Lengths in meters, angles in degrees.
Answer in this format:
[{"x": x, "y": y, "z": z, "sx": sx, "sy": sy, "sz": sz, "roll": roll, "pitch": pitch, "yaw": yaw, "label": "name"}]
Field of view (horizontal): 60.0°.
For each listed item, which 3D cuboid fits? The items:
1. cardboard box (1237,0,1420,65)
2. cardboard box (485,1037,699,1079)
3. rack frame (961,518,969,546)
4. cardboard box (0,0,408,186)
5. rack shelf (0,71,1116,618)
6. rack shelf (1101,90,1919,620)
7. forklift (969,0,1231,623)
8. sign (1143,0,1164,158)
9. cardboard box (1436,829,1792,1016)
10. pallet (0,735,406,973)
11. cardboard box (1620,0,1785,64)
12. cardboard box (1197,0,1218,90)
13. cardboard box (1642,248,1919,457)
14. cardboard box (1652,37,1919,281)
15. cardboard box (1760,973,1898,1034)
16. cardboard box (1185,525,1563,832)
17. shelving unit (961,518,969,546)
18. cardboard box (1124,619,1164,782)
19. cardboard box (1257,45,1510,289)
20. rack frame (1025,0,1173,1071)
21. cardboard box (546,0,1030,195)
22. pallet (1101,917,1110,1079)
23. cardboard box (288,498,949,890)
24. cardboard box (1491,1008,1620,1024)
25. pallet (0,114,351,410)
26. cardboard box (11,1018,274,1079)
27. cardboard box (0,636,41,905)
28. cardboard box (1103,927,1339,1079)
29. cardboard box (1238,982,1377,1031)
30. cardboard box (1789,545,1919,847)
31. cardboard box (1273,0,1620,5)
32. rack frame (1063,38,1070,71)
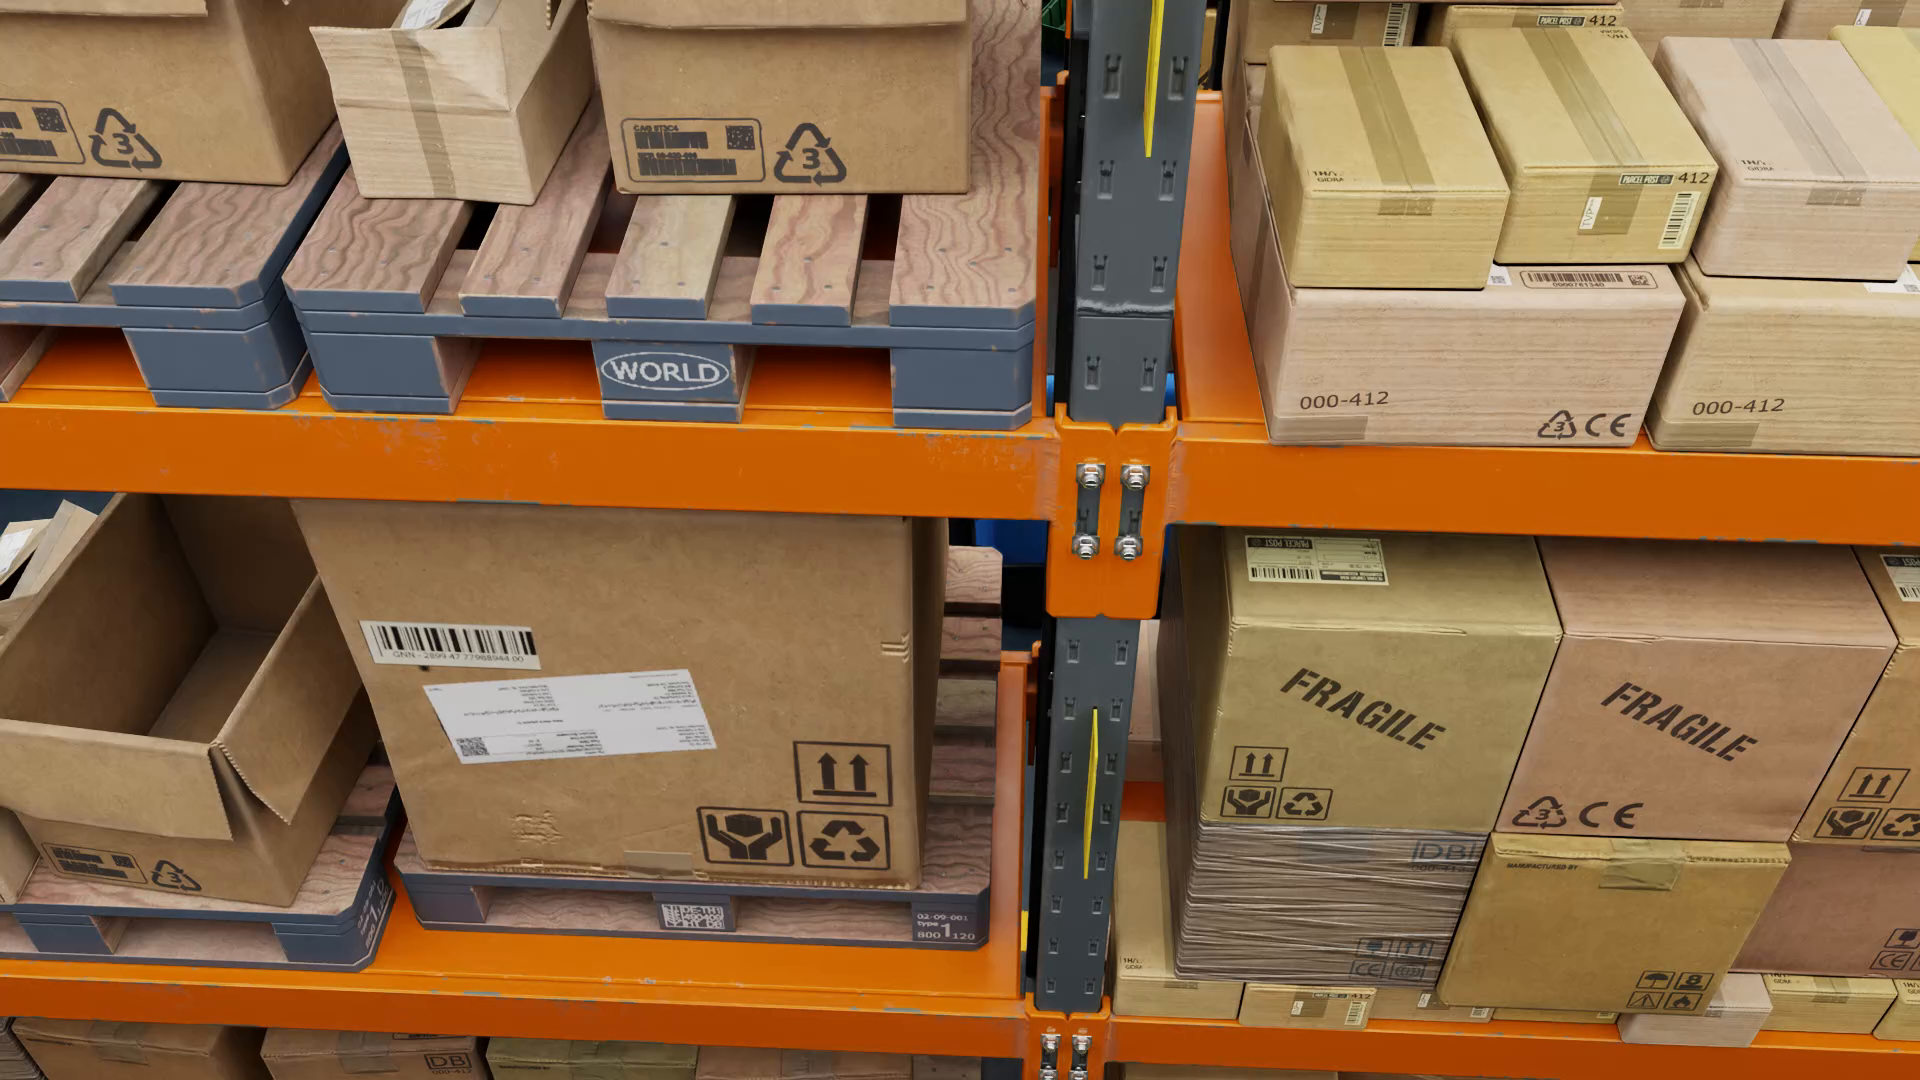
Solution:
[{"x": 0.574, "y": -0.907, "z": 2.640, "sx": 0.250, "sy": 0.149, "sz": 0.380, "roll": 3, "pitch": 43, "yaw": 3, "label": "cardboard box"}, {"x": -0.851, "y": 1.161, "z": 4.314, "sx": 0.500, "sy": 0.500, "sz": 0.700, "roll": 2, "pitch": 43, "yaw": 2, "label": "cardboard box"}, {"x": 0.016, "y": -0.769, "z": 5.535, "sx": 0.015, "sy": 2.100, "sz": 0.400, "roll": -2, "pitch": 43, "yaw": -2, "label": "rack frame"}, {"x": -1.170, "y": -0.931, "z": 2.464, "sx": 0.637, "sy": 0.503, "sz": 0.797, "roll": 3, "pitch": 43, "yaw": 4, "label": "cardboard box"}, {"x": -1.761, "y": -0.427, "z": 2.835, "sx": 4.000, "sy": 0.370, "sz": 1.077, "roll": 2, "pitch": 43, "yaw": 2, "label": "rack shelf"}, {"x": 2.235, "y": -0.304, "z": 2.703, "sx": 4.000, "sy": 0.370, "sz": 1.077, "roll": 2, "pitch": 43, "yaw": 2, "label": "rack shelf"}, {"x": 1.544, "y": -1.144, "z": 5.327, "sx": 3.031, "sy": 2.935, "sz": 1.130, "roll": -1, "pitch": 43, "yaw": -1, "label": "forklift"}, {"x": 0.215, "y": -0.584, "z": 1.808, "sx": 0.005, "sy": 0.325, "sz": 0.100, "roll": 2, "pitch": 43, "yaw": 2, "label": "sign"}, {"x": 1.181, "y": 0.418, "z": 3.309, "sx": 0.500, "sy": 0.500, "sz": 0.875, "roll": 2, "pitch": 43, "yaw": 2, "label": "cardboard box"}, {"x": -1.780, "y": 0.449, "z": 3.708, "sx": 1.213, "sy": 0.211, "sz": 1.003, "roll": 2, "pitch": 43, "yaw": 2, "label": "pallet"}, {"x": 1.092, "y": -0.888, "z": 2.619, "sx": 0.250, "sy": 0.149, "sz": 0.380, "roll": 0, "pitch": 43, "yaw": 0, "label": "cardboard box"}, {"x": 1.186, "y": -2.215, "z": 7.678, "sx": 0.875, "sy": 0.875, "sz": 0.875, "roll": 2, "pitch": 43, "yaw": 3, "label": "cardboard box"}, {"x": 1.204, "y": -0.373, "z": 2.359, "sx": 0.500, "sy": 0.250, "sz": 0.500, "roll": 1, "pitch": 43, "yaw": 2, "label": "cardboard box"}, {"x": 1.088, "y": -0.515, "z": 2.220, "sx": 0.250, "sy": 0.149, "sz": 0.380, "roll": 2, "pitch": 43, "yaw": 2, "label": "cardboard box"}, {"x": 1.688, "y": 0.794, "z": 3.382, "sx": 0.250, "sy": 0.149, "sz": 0.380, "roll": 2, "pitch": 43, "yaw": 2, "label": "cardboard box"}, {"x": 0.675, "y": 0.144, "z": 2.869, "sx": 0.500, "sy": 0.500, "sz": 0.500, "roll": 2, "pitch": 43, "yaw": 2, "label": "cardboard box"}, {"x": -0.228, "y": -0.762, "z": 5.527, "sx": 0.503, "sy": 2.100, "sz": 0.431, "roll": -2, "pitch": 43, "yaw": -2, "label": "shelving unit"}, {"x": 0.465, "y": 0.367, "z": 3.840, "sx": 0.250, "sy": 0.149, "sz": 0.380, "roll": 2, "pitch": 43, "yaw": 2, "label": "cardboard box"}, {"x": 0.547, "y": -0.500, "z": 2.203, "sx": 0.250, "sy": 0.149, "sz": 0.380, "roll": 1, "pitch": 43, "yaw": 1, "label": "cardboard box"}, {"x": 0.237, "y": 0.469, "z": 3.546, "sx": 0.127, "sy": 3.000, "sz": 1.000, "roll": 2, "pitch": 43, "yaw": 2, "label": "rack frame"}, {"x": -0.228, "y": -0.902, "z": 2.433, "sx": 0.637, "sy": 0.503, "sz": 0.797, "roll": 0, "pitch": 43, "yaw": 0, "label": "cardboard box"}, {"x": 0.909, "y": 1.485, "z": 4.501, "sx": 1.213, "sy": 0.211, "sz": 1.003, "roll": 2, "pitch": 43, "yaw": 2, "label": "pallet"}, {"x": -0.551, "y": -0.024, "z": 3.327, "sx": 1.000, "sy": 1.000, "sz": 1.000, "roll": 2, "pitch": 43, "yaw": 2, "label": "cardboard box"}, {"x": 1.188, "y": 0.779, "z": 3.398, "sx": 0.250, "sy": 0.149, "sz": 0.380, "roll": 2, "pitch": 43, "yaw": 2, "label": "cardboard box"}, {"x": -1.411, "y": -0.681, "z": 2.718, "sx": 1.003, "sy": 0.211, "sz": 1.213, "roll": 2, "pitch": 43, "yaw": 2, "label": "pallet"}, {"x": -1.968, "y": 1.127, "z": 4.350, "sx": 0.500, "sy": 0.500, "sz": 0.700, "roll": 5, "pitch": 43, "yaw": 5, "label": "cardboard box"}, {"x": -2.095, "y": 0.455, "z": 3.363, "sx": 0.500, "sy": 0.250, "sz": 0.500, "roll": 1, "pitch": 43, "yaw": 1, "label": "cardboard box"}, {"x": 0.634, "y": 1.269, "z": 4.213, "sx": 0.500, "sy": 0.500, "sz": 0.500, "roll": 1, "pitch": 43, "yaw": 1, "label": "cardboard box"}, {"x": 0.687, "y": 0.789, "z": 3.387, "sx": 0.250, "sy": 0.149, "sz": 0.380, "roll": 2, "pitch": 43, "yaw": 2, "label": "cardboard box"}, {"x": 1.674, "y": 0.174, "z": 2.837, "sx": 0.500, "sy": 0.500, "sz": 0.500, "roll": 2, "pitch": 43, "yaw": 2, "label": "cardboard box"}, {"x": 0.698, "y": -1.117, "z": 2.390, "sx": 0.500, "sy": 0.500, "sz": 0.500, "roll": 1, "pitch": 43, "yaw": 1, "label": "cardboard box"}, {"x": 0.561, "y": -2.906, "z": 7.169, "sx": 0.127, "sy": 3.000, "sz": 1.000, "roll": 2, "pitch": 43, "yaw": 2, "label": "rack frame"}]
